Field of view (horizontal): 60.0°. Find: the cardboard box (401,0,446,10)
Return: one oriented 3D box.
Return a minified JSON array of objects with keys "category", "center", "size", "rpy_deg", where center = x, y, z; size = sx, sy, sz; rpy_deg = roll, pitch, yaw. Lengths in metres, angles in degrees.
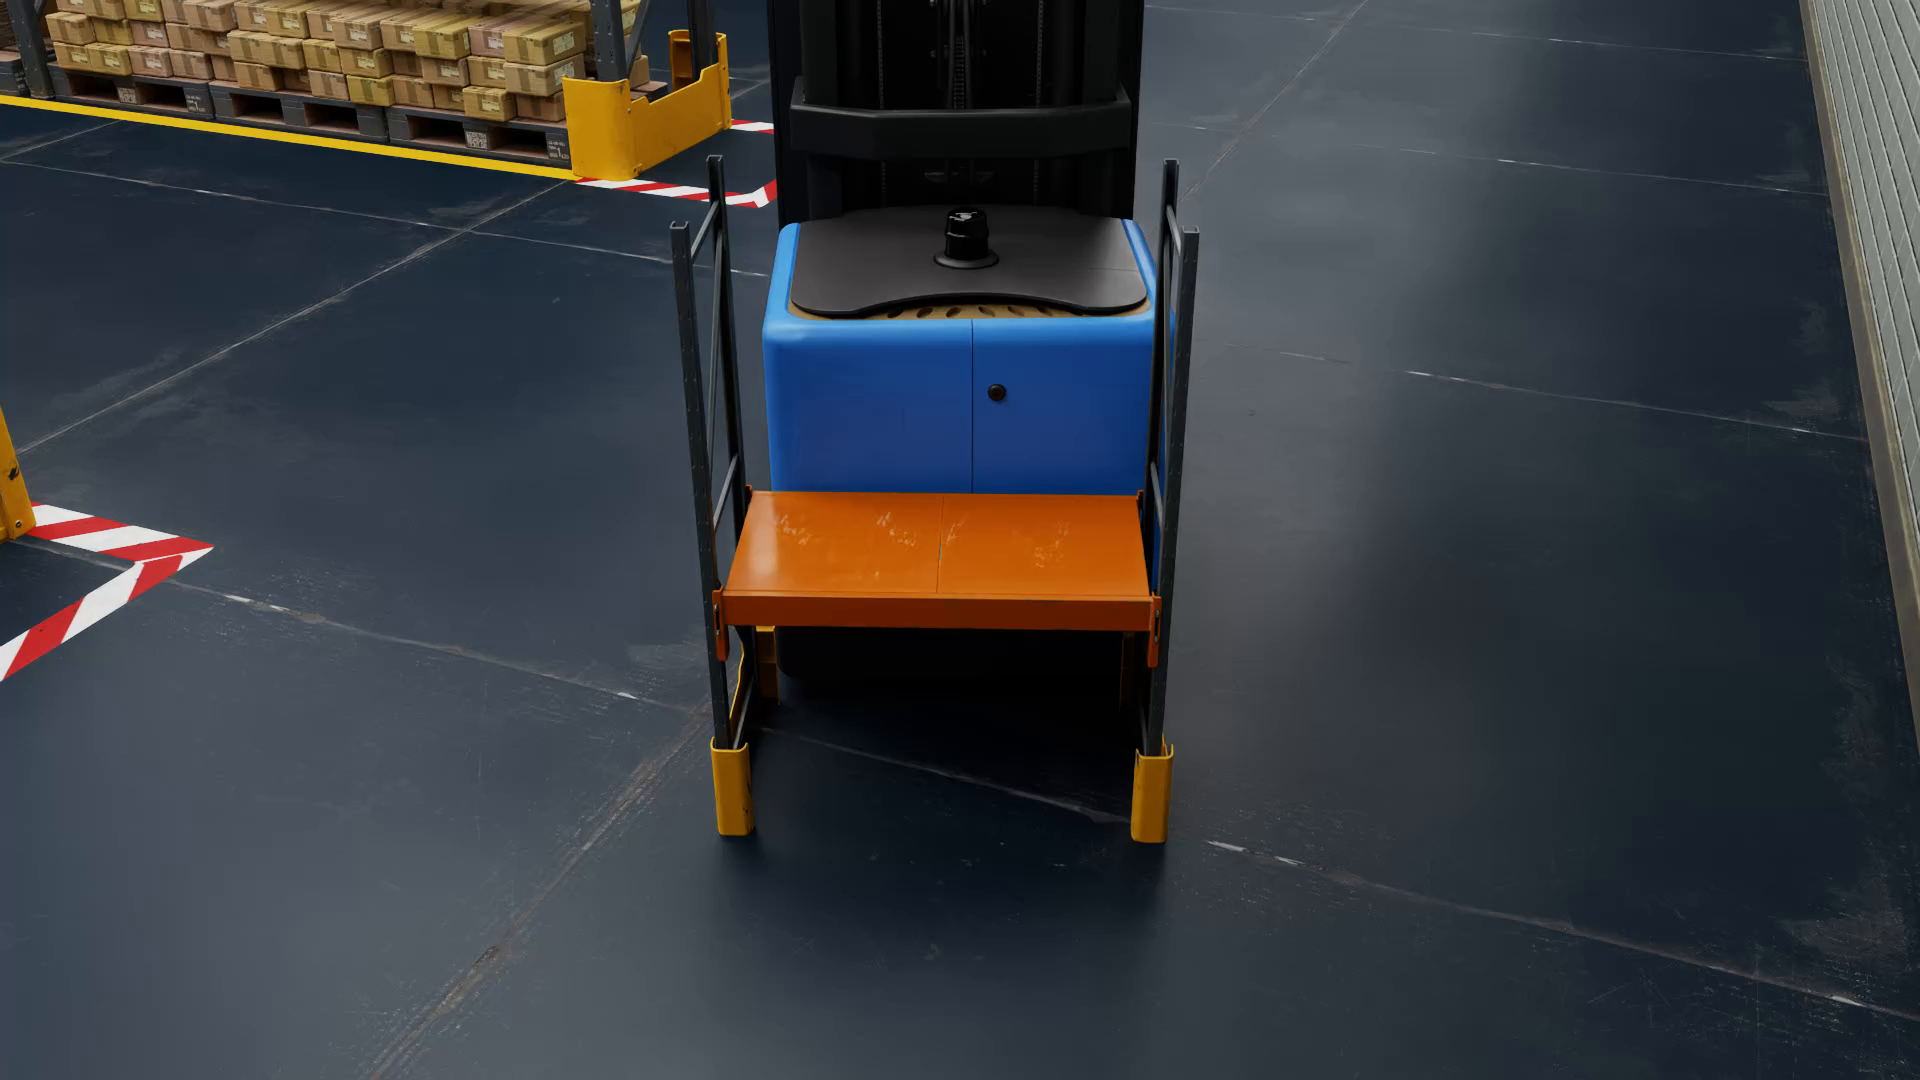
[{"category":"cardboard box","center":[-2.933,-3.026,9.422],"size":[0.250,0.149,0.380],"rpy_deg":[13,32,21]}]

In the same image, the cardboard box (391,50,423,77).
[{"category":"cardboard box","center":[-2.864,-2.640,9.040],"size":[0.250,0.149,0.380],"rpy_deg":[11,31,19]}]

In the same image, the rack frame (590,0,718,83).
[{"category":"rack frame","center":[-1.575,-3.409,8.233],"size":[0.127,3.000,1.000],"rpy_deg":[11,31,19]}]

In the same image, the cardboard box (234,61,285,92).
[{"category":"cardboard box","center":[-3.847,-2.655,9.370],"size":[0.250,0.149,0.380],"rpy_deg":[10,31,18]}]

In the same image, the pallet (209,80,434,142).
[{"category":"pallet","center":[-3.511,-2.602,9.639],"size":[1.213,0.211,1.003],"rpy_deg":[11,31,19]}]

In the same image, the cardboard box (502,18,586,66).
[{"category":"cardboard box","center":[-2.161,-2.592,8.653],"size":[0.250,0.149,0.380],"rpy_deg":[12,32,20]}]

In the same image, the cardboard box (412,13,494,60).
[{"category":"cardboard box","center":[-2.660,-2.655,8.764],"size":[0.250,0.149,0.380],"rpy_deg":[11,31,18]}]

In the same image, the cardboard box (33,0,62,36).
[{"category":"cardboard box","center":[-5.866,-3.501,10.510],"size":[0.500,0.500,0.500],"rpy_deg":[13,32,21]}]

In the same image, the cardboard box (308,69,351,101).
[{"category":"cardboard box","center":[-3.369,-2.561,9.202],"size":[0.250,0.149,0.380],"rpy_deg":[12,32,20]}]

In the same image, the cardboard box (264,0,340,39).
[{"category":"cardboard box","center":[-3.602,-2.891,9.182],"size":[0.250,0.149,0.380],"rpy_deg":[11,31,19]}]

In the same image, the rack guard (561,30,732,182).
[{"category":"rack guard","center":[-1.645,-2.335,8.873],"size":[0.348,0.500,1.175],"rpy_deg":[11,31,19]}]

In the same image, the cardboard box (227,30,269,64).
[{"category":"cardboard box","center":[-3.853,-2.784,9.296],"size":[0.250,0.149,0.380],"rpy_deg":[11,31,19]}]

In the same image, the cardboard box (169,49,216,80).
[{"category":"cardboard box","center":[-4.314,-2.781,9.593],"size":[0.250,0.149,0.380],"rpy_deg":[11,31,18]}]

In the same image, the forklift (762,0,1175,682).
[{"category":"forklift","center":[-0.022,-1.586,5.077],"size":[1.130,2.935,3.031],"rpy_deg":[-1,29,-2]}]

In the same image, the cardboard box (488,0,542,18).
[{"category":"cardboard box","center":[-2.419,-2.963,9.309],"size":[0.250,0.149,0.380],"rpy_deg":[11,31,19]}]

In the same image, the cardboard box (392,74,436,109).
[{"category":"cardboard box","center":[-2.864,-2.482,9.064],"size":[0.250,0.149,0.380],"rpy_deg":[12,31,20]}]

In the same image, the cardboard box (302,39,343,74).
[{"category":"cardboard box","center":[-3.369,-2.689,9.127],"size":[0.250,0.149,0.380],"rpy_deg":[13,32,22]}]

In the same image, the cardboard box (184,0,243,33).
[{"category":"cardboard box","center":[-4.099,-2.967,9.317],"size":[0.250,0.149,0.380],"rpy_deg":[12,32,20]}]

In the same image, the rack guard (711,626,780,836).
[{"category":"rack guard","center":[-0.534,0.457,4.187],"size":[0.087,0.250,0.587],"rpy_deg":[1,29,1]}]

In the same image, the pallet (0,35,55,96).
[{"category":"pallet","center":[-6.003,-3.078,10.482],"size":[1.213,0.211,1.003],"rpy_deg":[11,31,19]}]

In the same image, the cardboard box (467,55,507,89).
[{"category":"cardboard box","center":[-2.393,-2.521,8.829],"size":[0.250,0.149,0.380],"rpy_deg":[11,31,18]}]

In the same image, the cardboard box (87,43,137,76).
[{"category":"cardboard box","center":[-4.818,-2.828,9.675],"size":[0.250,0.149,0.380],"rpy_deg":[12,32,21]}]

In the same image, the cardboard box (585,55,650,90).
[{"category":"cardboard box","center":[-1.940,-2.594,9.261],"size":[0.250,0.149,0.380],"rpy_deg":[12,32,20]}]

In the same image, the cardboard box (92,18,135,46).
[{"category":"cardboard box","center":[-4.798,-3.001,9.680],"size":[0.250,0.149,0.380],"rpy_deg":[12,31,19]}]

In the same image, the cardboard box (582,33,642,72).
[{"category":"cardboard box","center":[-1.964,-2.694,9.136],"size":[0.250,0.149,0.380],"rpy_deg":[13,32,21]}]

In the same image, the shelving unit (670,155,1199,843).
[{"category":"shelving unit","center":[-0.037,-0.081,3.868],"size":[1.083,1.500,0.587],"rpy_deg":[1,29,1]}]

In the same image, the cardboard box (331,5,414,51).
[{"category":"cardboard box","center":[-3.146,-2.756,8.943],"size":[0.250,0.149,0.380],"rpy_deg":[12,32,21]}]

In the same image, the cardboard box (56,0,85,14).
[{"category":"cardboard box","center":[-5.040,-3.192,9.714],"size":[0.250,0.149,0.380],"rpy_deg":[13,32,21]}]

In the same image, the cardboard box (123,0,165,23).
[{"category":"cardboard box","center":[-4.554,-3.089,9.533],"size":[0.250,0.149,0.380],"rpy_deg":[11,31,18]}]

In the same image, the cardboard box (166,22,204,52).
[{"category":"cardboard box","center":[-4.309,-2.921,9.538],"size":[0.250,0.149,0.380],"rpy_deg":[10,31,17]}]

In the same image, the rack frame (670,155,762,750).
[{"category":"rack frame","center":[-0.554,-0.087,3.880],"size":[0.032,1.500,0.500],"rpy_deg":[1,29,1]}]

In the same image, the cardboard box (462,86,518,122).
[{"category":"cardboard box","center":[-2.418,-2.354,8.838],"size":[0.250,0.149,0.380],"rpy_deg":[12,32,21]}]

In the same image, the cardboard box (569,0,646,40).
[{"category":"cardboard box","center":[-1.933,-2.862,9.130],"size":[0.250,0.149,0.380],"rpy_deg":[10,31,17]}]
